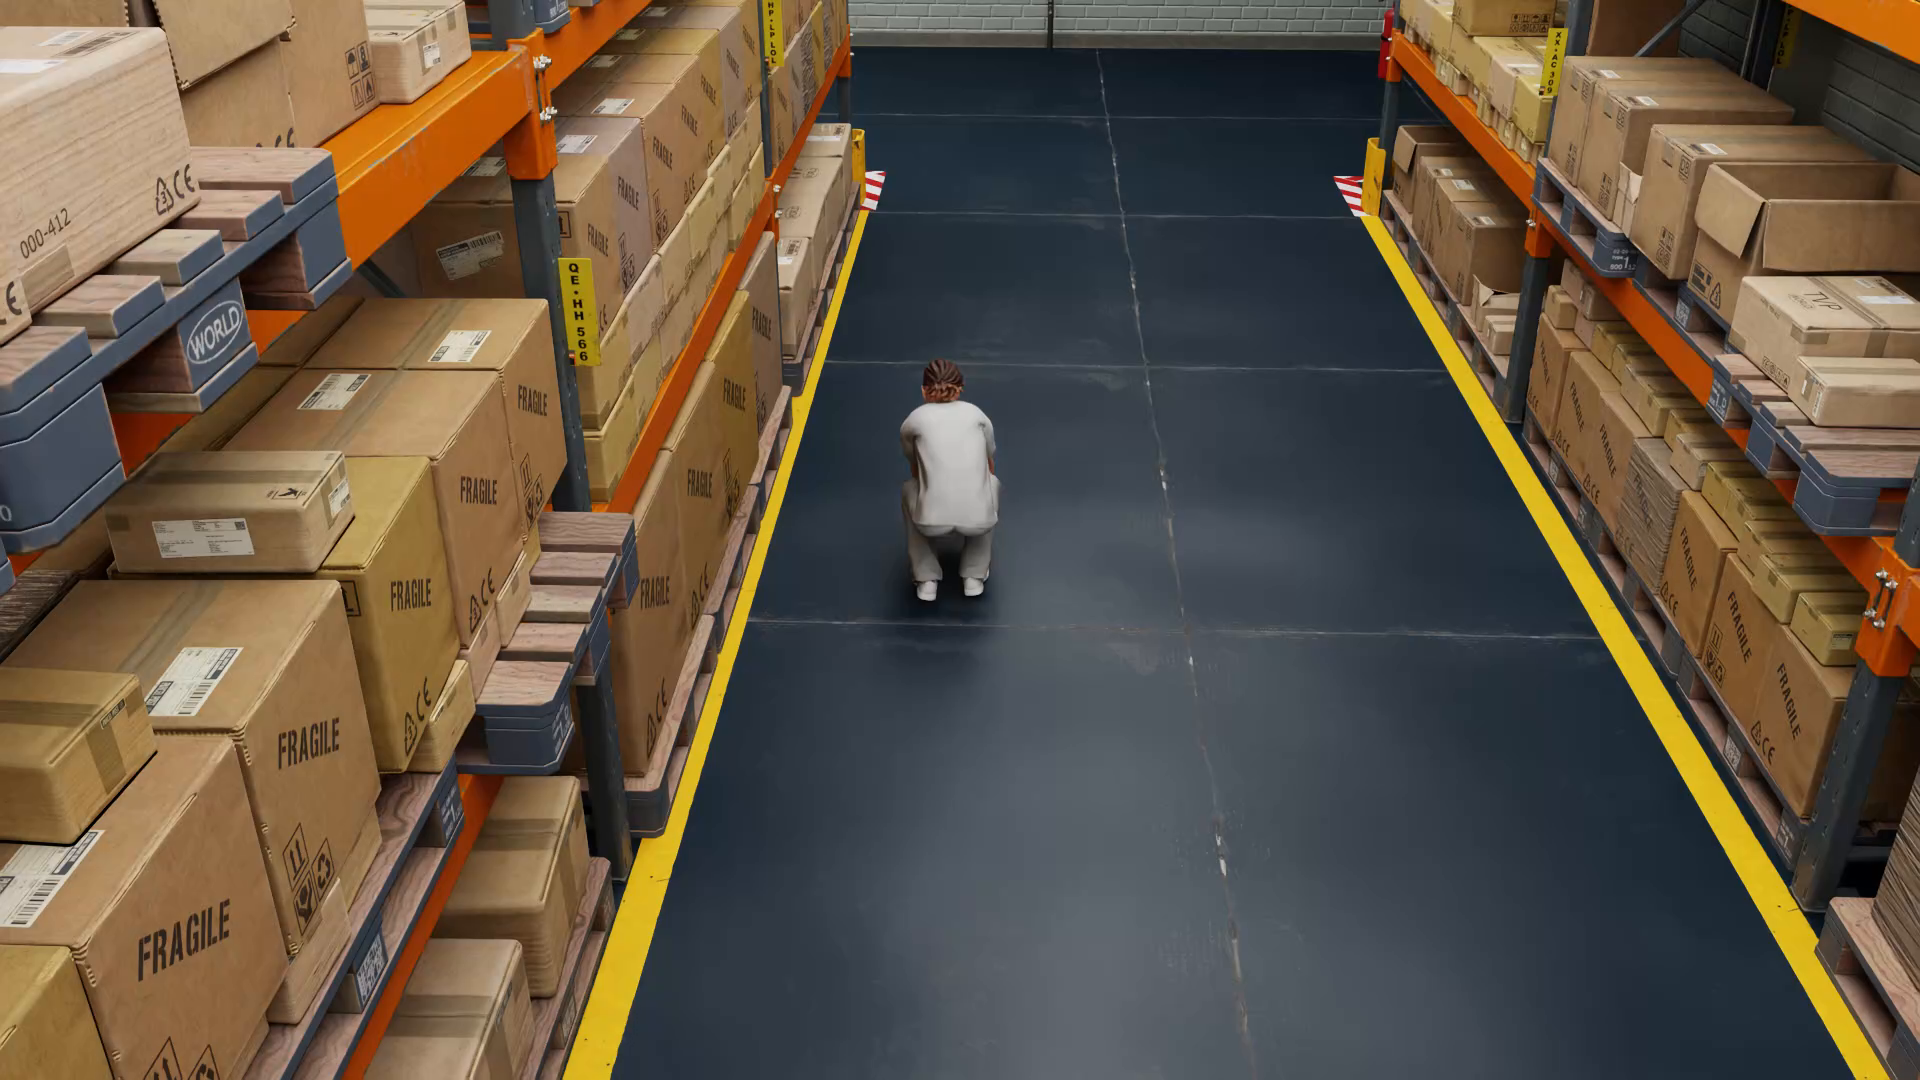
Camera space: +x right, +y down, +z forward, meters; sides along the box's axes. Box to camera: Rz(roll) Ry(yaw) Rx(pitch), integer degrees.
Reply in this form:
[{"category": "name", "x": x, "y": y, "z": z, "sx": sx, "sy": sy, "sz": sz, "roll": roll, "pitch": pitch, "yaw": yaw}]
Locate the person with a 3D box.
[{"category": "person", "x": -0.042, "y": -0.267, "z": 7.401, "sx": 0.455, "sy": 0.953, "sz": 0.810, "roll": 0, "pitch": 28, "yaw": 1}]
